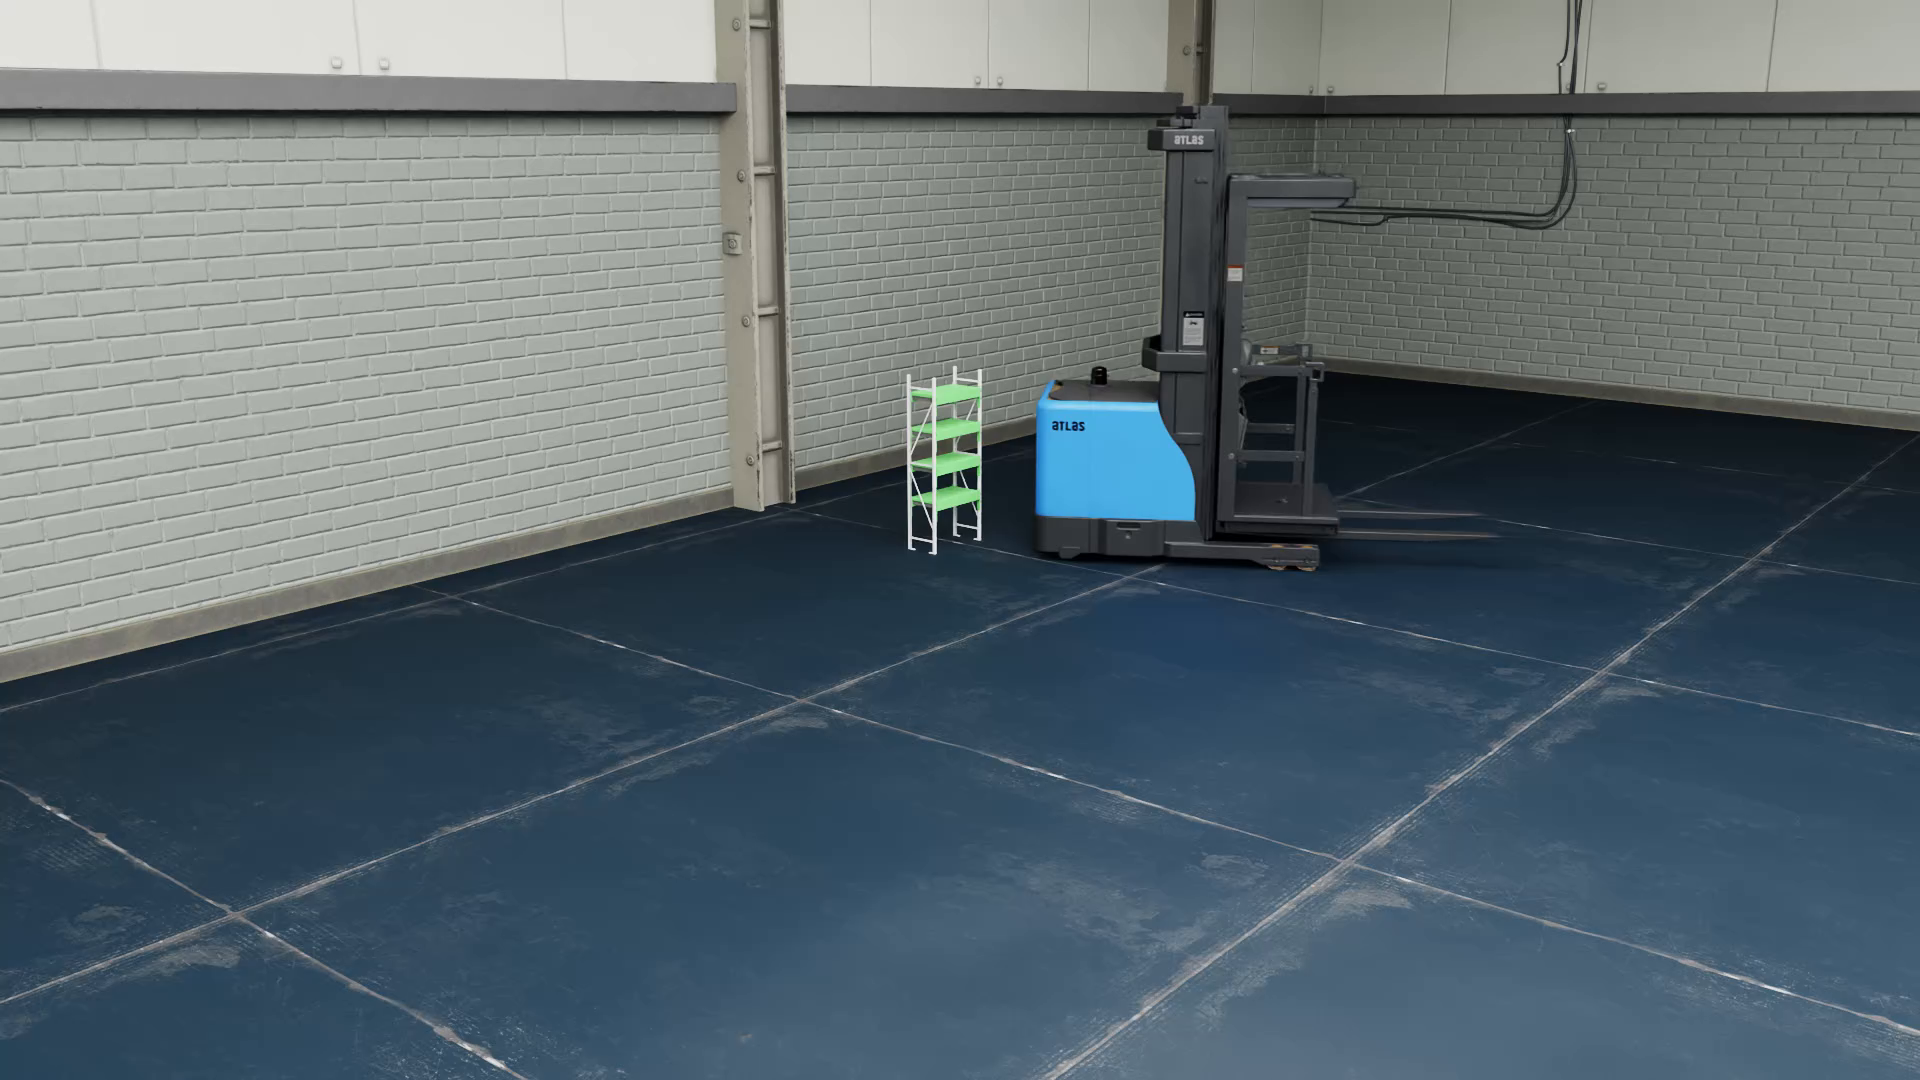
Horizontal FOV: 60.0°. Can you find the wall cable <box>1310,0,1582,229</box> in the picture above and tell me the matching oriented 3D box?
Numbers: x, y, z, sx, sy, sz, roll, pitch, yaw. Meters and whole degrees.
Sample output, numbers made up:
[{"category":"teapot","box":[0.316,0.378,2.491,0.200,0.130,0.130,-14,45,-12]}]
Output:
[{"category":"wall cable","box":[5.152,-4.640,17.918,3.097,2.526,0.112,11,18,38]}]

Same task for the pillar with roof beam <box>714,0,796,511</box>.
[{"category":"pillar with roof beam","box":[1.849,-3.970,8.975,9.100,9.000,0.400,11,18,38]}]

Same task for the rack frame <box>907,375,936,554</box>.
[{"category":"rack frame","box":[-0.257,-0.503,11.166,0.240,1.200,0.015,11,18,38]}]

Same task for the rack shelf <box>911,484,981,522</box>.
[{"category":"rack shelf","box":[-0.104,-0.255,11.425,0.258,0.148,0.480,11,18,38]}]

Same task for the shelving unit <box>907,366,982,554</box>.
[{"category":"shelving unit","box":[-0.104,-0.550,11.350,0.258,1.200,0.503,11,18,38]}]

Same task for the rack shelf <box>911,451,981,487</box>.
[{"category":"rack shelf","box":[-0.104,-0.488,11.366,0.258,0.148,0.480,11,18,38]}]

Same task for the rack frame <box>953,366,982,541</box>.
[{"category":"rack frame","box":[0.049,-0.597,11.534,0.240,1.200,0.015,11,18,38]}]

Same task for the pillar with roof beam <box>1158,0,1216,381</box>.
[{"category":"pillar with roof beam","box":[5.620,-5.119,13.498,9.100,9.000,0.400,11,18,38]}]

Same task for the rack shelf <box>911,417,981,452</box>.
[{"category":"rack shelf","box":[-0.104,-0.721,11.307,0.258,0.148,0.480,11,18,38]}]

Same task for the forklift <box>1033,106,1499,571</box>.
[{"category":"forklift","box":[2.045,-1.356,11.006,3.031,2.935,1.130,2,14,7]}]

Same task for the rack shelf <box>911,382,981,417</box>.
[{"category":"rack shelf","box":[-0.104,-0.953,11.248,0.258,0.148,0.480,11,18,38]}]
